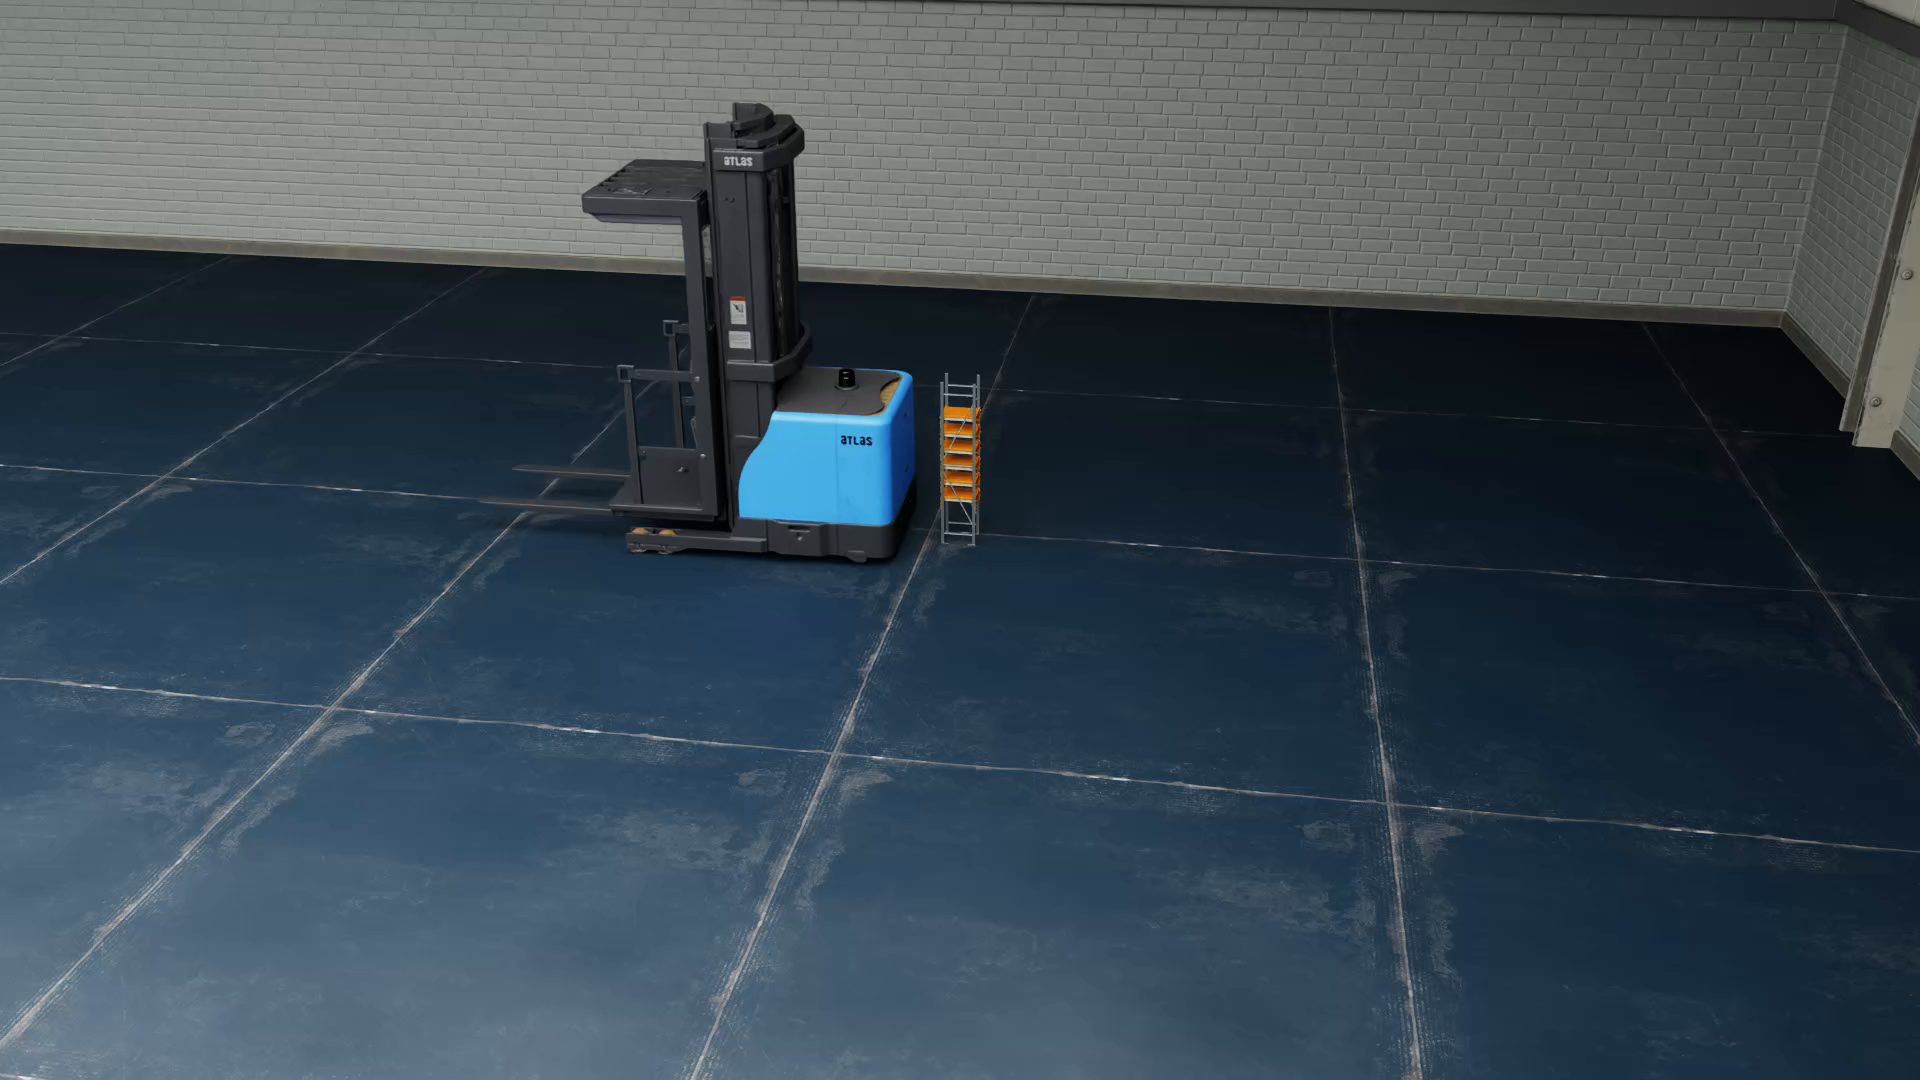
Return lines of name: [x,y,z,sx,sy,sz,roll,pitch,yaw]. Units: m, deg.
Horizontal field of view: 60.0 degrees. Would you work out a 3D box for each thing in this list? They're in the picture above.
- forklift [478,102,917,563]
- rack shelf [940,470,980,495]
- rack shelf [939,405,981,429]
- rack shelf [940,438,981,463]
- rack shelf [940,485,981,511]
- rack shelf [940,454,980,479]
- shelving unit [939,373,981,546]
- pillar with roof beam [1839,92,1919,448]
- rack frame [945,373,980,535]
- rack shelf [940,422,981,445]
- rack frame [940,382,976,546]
forklift: [-1.877,-1.445,11.379,3.031,2.935,1.130,4,25,8]
rack shelf: [0.002,-0.401,11.578,0.258,0.103,0.180,4,25,9]
rack shelf: [0.002,-0.835,11.375,0.258,0.103,0.180,4,25,9]
rack shelf: [0.002,-0.618,11.477,0.258,0.103,0.180,4,25,9]
rack shelf: [0.002,-0.292,11.629,0.258,0.103,0.180,4,25,9]
rack shelf: [0.002,-0.509,11.527,0.258,0.103,0.180,4,25,9]
shelving unit: [0.002,-0.549,11.509,0.258,1.200,0.189,4,25,9]
pillar with roof beam: [3.121,-5.201,12.247,9.100,9.000,0.400,4,25,9]
rack frame: [0.017,-0.588,11.590,0.240,1.200,0.006,4,25,9]
rack shelf: [0.002,-0.727,11.426,0.258,0.103,0.180,4,25,9]
rack frame: [-0.013,-0.511,11.427,0.240,1.200,0.006,4,25,9]
